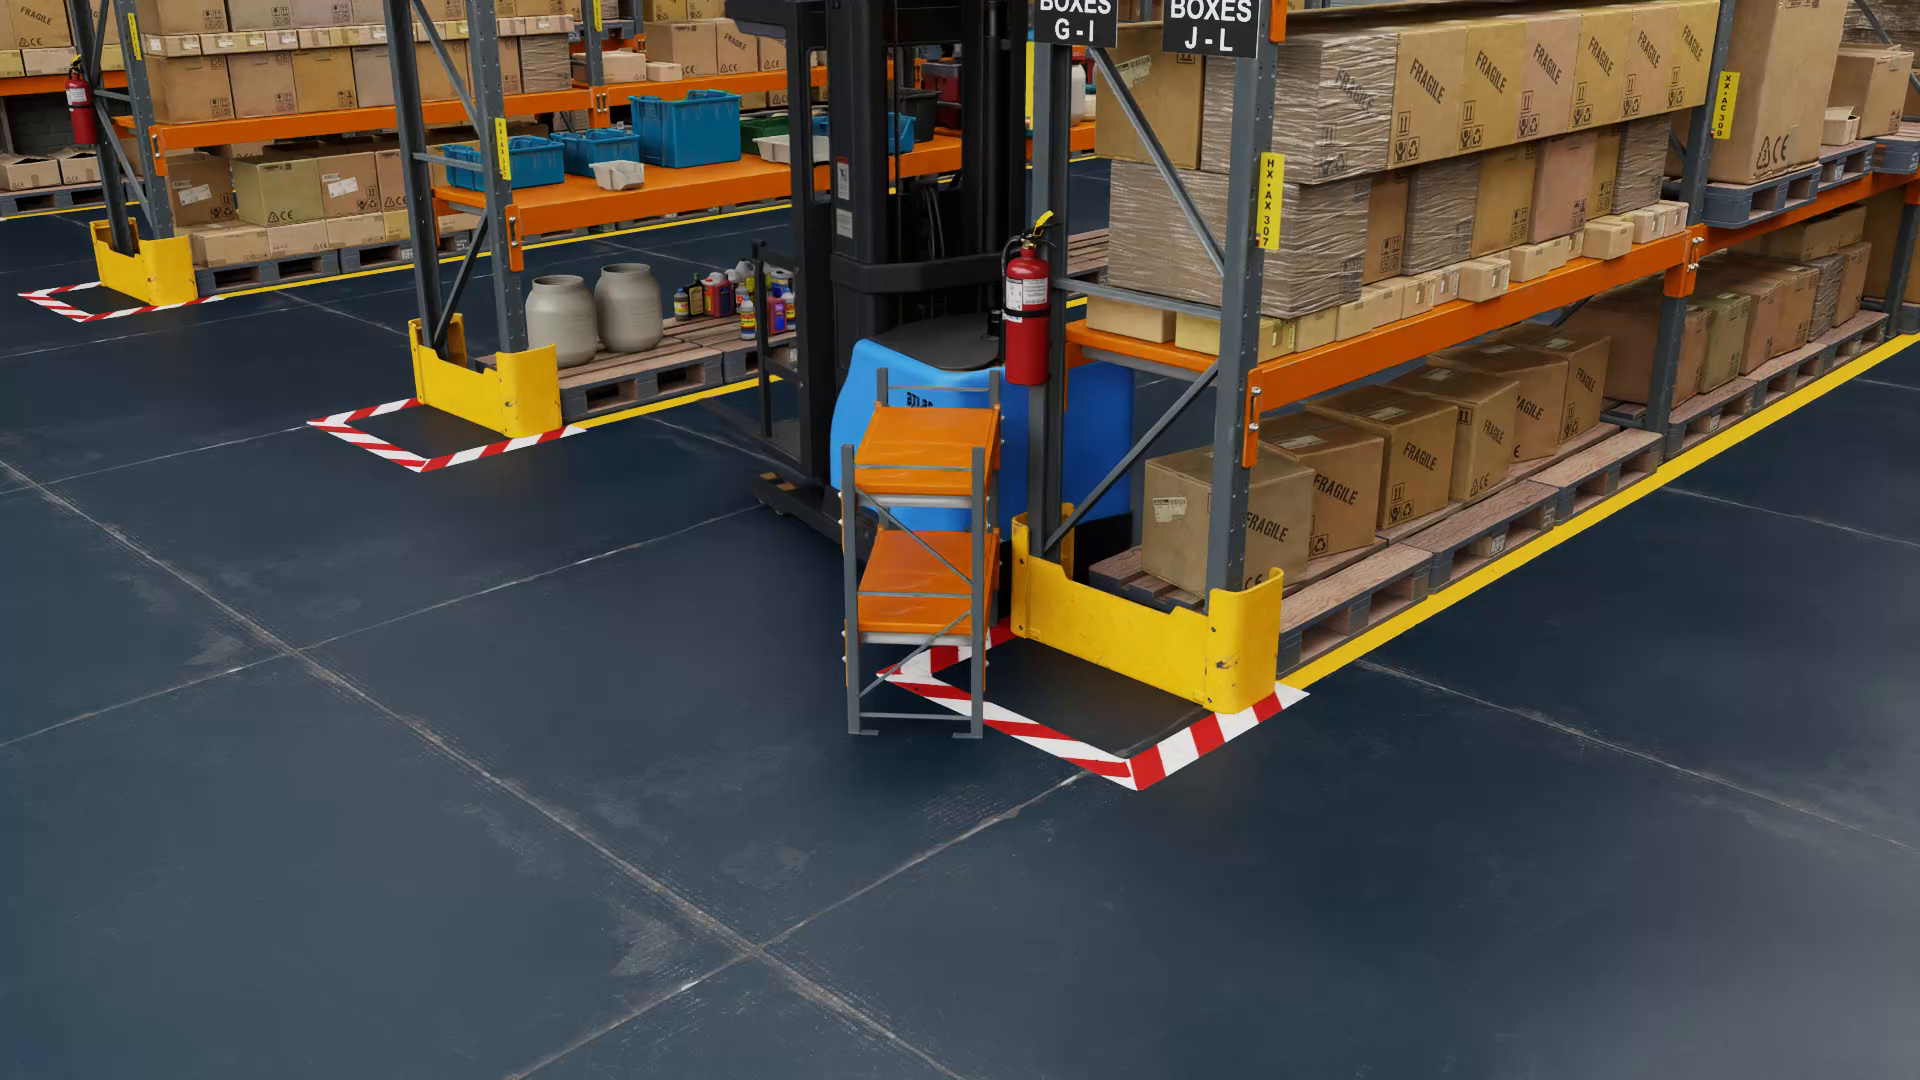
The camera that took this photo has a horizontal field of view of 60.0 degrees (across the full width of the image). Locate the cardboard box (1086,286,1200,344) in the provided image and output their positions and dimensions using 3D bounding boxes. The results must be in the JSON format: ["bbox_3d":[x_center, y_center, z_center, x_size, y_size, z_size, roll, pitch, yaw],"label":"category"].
[{"bbox_3d":[0.725,-0.904,6.594,0.380,0.149,0.250,19,28,41],"label":"cardboard box"}]

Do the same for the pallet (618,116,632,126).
[{"bbox_3d":[-3.788,-5.554,22.229,1.003,0.211,1.213,19,28,41],"label":"pallet"}]

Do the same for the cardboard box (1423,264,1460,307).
[{"bbox_3d":[1.911,-1.115,7.145,0.380,0.149,0.250,19,28,41],"label":"cardboard box"}]

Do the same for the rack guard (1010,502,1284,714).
[{"bbox_3d":[0.727,0.251,6.724,1.175,0.500,0.348,19,28,41],"label":"rack guard"}]

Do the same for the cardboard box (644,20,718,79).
[{"bbox_3d":[-2.716,-4.780,16.190,0.500,0.500,0.500,-18,27,-38],"label":"cardboard box"}]

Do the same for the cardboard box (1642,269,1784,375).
[{"bbox_3d":[4.644,-1.377,10.347,0.700,0.500,0.500,16,26,36],"label":"cardboard box"}]

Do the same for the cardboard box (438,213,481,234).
[{"bbox_3d":[-4.492,-2.885,14.646,0.500,0.250,0.500,19,28,41],"label":"cardboard box"}]

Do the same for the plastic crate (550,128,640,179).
[{"bbox_3d":[-2.283,-2.435,10.436,0.499,0.251,0.408,19,28,41],"label":"plastic crate"}]

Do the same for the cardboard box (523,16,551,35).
[{"bbox_3d":[-3.841,-4.567,14.733,0.380,0.149,0.250,19,28,40],"label":"cardboard box"}]

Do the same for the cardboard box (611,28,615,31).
[{"bbox_3d":[-4.349,-6.711,21.677,0.250,0.149,0.380,-20,28,-41],"label":"cardboard box"}]

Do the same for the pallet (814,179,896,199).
[{"bbox_3d":[-1.443,-3.929,18.003,1.003,0.211,1.213,19,28,41],"label":"pallet"}]

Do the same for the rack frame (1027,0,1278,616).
[{"bbox_3d":[0.674,-0.896,6.224,1.000,3.000,0.127,19,28,41],"label":"rack frame"}]

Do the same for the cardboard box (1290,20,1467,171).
[{"bbox_3d":[1.606,-1.748,6.494,0.500,0.500,0.500,19,28,41],"label":"cardboard box"}]

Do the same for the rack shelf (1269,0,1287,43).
[{"bbox_3d":[2.069,-2.474,7.153,1.077,0.370,4.000,19,28,41],"label":"rack shelf"}]

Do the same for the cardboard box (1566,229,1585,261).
[{"bbox_3d":[2.763,-1.443,7.999,0.380,0.149,0.250,19,28,41],"label":"cardboard box"}]

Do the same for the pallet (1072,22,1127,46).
[{"bbox_3d":[1.314,-6.193,20.274,1.003,0.211,1.213,19,28,41],"label":"pallet"}]

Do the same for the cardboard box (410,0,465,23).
[{"bbox_3d":[-4.637,-4.682,14.128,0.700,0.500,0.500,19,28,41],"label":"cardboard box"}]

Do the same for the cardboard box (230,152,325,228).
[{"bbox_3d":[-5.541,-2.850,13.510,0.500,0.500,0.500,19,28,41],"label":"cardboard box"}]

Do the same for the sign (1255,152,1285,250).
[{"bbox_3d":[1.063,-1.164,5.716,0.100,0.325,0.005,19,28,41],"label":"sign"}]

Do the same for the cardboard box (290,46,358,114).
[{"bbox_3d":[-5.373,-3.802,13.646,0.700,0.500,0.500,19,28,41],"label":"cardboard box"}]

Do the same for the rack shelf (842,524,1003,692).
[{"bbox_3d":[-0.126,0.247,6.547,0.538,0.278,1.000,2,21,4],"label":"rack shelf"}]

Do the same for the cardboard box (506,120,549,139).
[{"bbox_3d":[-4.179,-3.626,15.530,0.500,0.500,0.500,19,28,41],"label":"cardboard box"}]

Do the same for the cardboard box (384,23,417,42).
[{"bbox_3d":[-4.737,-4.235,13.869,0.250,0.149,0.380,-19,28,-40],"label":"cardboard box"}]

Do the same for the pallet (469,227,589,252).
[{"bbox_3d":[-4.216,-2.909,15.348,1.003,0.211,1.213,19,28,41],"label":"pallet"}]

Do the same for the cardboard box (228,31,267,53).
[{"bbox_3d":[-5.636,-3.905,13.010,0.380,0.149,0.250,19,28,41],"label":"cardboard box"}]

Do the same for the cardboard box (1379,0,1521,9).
[{"bbox_3d":[2.271,-2.267,7.844,0.500,0.500,0.500,19,28,41],"label":"cardboard box"}]

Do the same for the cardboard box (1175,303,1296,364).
[{"bbox_3d":[1.043,-0.792,6.305,0.380,0.149,0.250,19,28,41],"label":"cardboard box"}]

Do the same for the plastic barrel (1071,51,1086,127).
[{"bbox_3d":[0.740,-3.418,12.597,0.433,0.535,0.433,0,21,0],"label":"plastic barrel"}]

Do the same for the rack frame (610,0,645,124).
[{"bbox_3d":[-4.392,-6.671,21.251,1.000,3.000,0.127,19,28,41],"label":"rack frame"}]

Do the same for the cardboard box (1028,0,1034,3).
[{"bbox_3d":[0.762,-6.234,19.388,0.700,0.500,0.500,12,24,27],"label":"cardboard box"}]

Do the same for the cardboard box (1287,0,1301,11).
[{"bbox_3d":[4.263,-7.218,22.534,0.500,0.500,0.500,20,28,41],"label":"cardboard box"}]

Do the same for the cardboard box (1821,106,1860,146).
[{"bbox_3d":[5.285,-2.589,10.232,0.396,0.266,0.258,18,28,39],"label":"cardboard box"}]

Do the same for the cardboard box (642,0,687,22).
[{"bbox_3d":[-3.870,-6.927,21.334,0.500,0.500,0.500,-19,28,-40],"label":"cardboard box"}]

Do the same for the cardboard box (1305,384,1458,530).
[{"bbox_3d":[1.964,-0.400,7.833,0.500,0.500,0.500,-17,27,-37],"label":"cardboard box"}]

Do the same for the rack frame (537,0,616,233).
[{"bbox_3d":[-3.631,-4.404,15.353,1.000,3.000,0.127,19,28,41],"label":"rack frame"}]

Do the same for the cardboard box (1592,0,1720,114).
[{"bbox_3d":[3.347,-2.392,8.169,0.500,0.500,0.500,19,28,41],"label":"cardboard box"}]

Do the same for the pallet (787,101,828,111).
[{"bbox_3d":[-2.086,-6.181,23.861,1.003,0.211,1.213,19,28,41],"label":"pallet"}]

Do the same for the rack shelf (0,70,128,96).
[{"bbox_3d":[-8.578,-4.793,17.367,1.077,0.370,4.000,19,28,41],"label":"rack shelf"}]

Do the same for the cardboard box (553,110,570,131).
[{"bbox_3d":[-5.300,-5.409,20.836,0.700,0.500,0.500,19,28,41],"label":"cardboard box"}]

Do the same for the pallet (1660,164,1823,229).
[{"bbox_3d":[4.101,-1.995,9.350,1.003,0.211,1.213,19,28,41],"label":"pallet"}]

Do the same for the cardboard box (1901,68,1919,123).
[{"bbox_3d":[6.789,-3.056,11.705,0.500,0.500,0.500,-19,28,-40],"label":"cardboard box"}]

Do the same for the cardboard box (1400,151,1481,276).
[{"bbox_3d":[1.720,-1.492,7.222,0.875,0.500,0.500,19,28,41],"label":"cardboard box"}]

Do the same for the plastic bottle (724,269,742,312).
[{"bbox_3d":[-1.616,-1.745,11.617,0.152,0.276,0.135,18,28,39],"label":"plastic bottle"}]

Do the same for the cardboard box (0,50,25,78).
[{"bbox_3d":[-9.405,-4.600,16.044,0.500,0.250,0.500,18,28,39],"label":"cardboard box"}]

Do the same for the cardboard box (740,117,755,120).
[{"bbox_3d":[-2.134,-4.278,17.490,0.500,0.311,0.500,18,28,39],"label":"cardboard box"}]

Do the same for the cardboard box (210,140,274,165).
[{"bbox_3d":[-7.878,-4.405,18.225,0.500,0.500,0.500,17,27,37],"label":"cardboard box"}]

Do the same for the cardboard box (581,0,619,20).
[{"bbox_3d":[-4.713,-6.800,20.833,0.700,0.500,0.500,15,26,35],"label":"cardboard box"}]

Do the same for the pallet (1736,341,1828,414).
[{"bbox_3d":[4.857,-1.138,10.741,1.003,0.211,1.213,19,28,41],"label":"pallet"}]

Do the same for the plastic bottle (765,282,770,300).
[{"bbox_3d":[-1.386,-1.735,11.694,0.097,0.201,0.097,0,21,0],"label":"plastic bottle"}]

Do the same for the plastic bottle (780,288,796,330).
[{"bbox_3d":[-1.148,-1.543,11.099,0.097,0.271,0.097,0,21,0],"label":"plastic bottle"}]

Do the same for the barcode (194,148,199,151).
[{"bbox_3d":[-8.323,-4.232,18.109,0.001,0.075,0.075,19,28,41],"label":"barcode"}]

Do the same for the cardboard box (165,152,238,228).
[{"bbox_3d":[-6.261,-2.851,13.513,0.500,0.500,0.500,19,28,41],"label":"cardboard box"}]

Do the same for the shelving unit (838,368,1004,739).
[{"bbox_3d":[-0.126,0.018,6.459,0.538,1.125,1.048,2,21,4],"label":"shelving unit"}]

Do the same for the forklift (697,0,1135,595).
[{"bbox_3d":[-0.421,-1.571,8.078,1.130,2.935,3.031,-13,24,-30],"label":"forklift"}]
